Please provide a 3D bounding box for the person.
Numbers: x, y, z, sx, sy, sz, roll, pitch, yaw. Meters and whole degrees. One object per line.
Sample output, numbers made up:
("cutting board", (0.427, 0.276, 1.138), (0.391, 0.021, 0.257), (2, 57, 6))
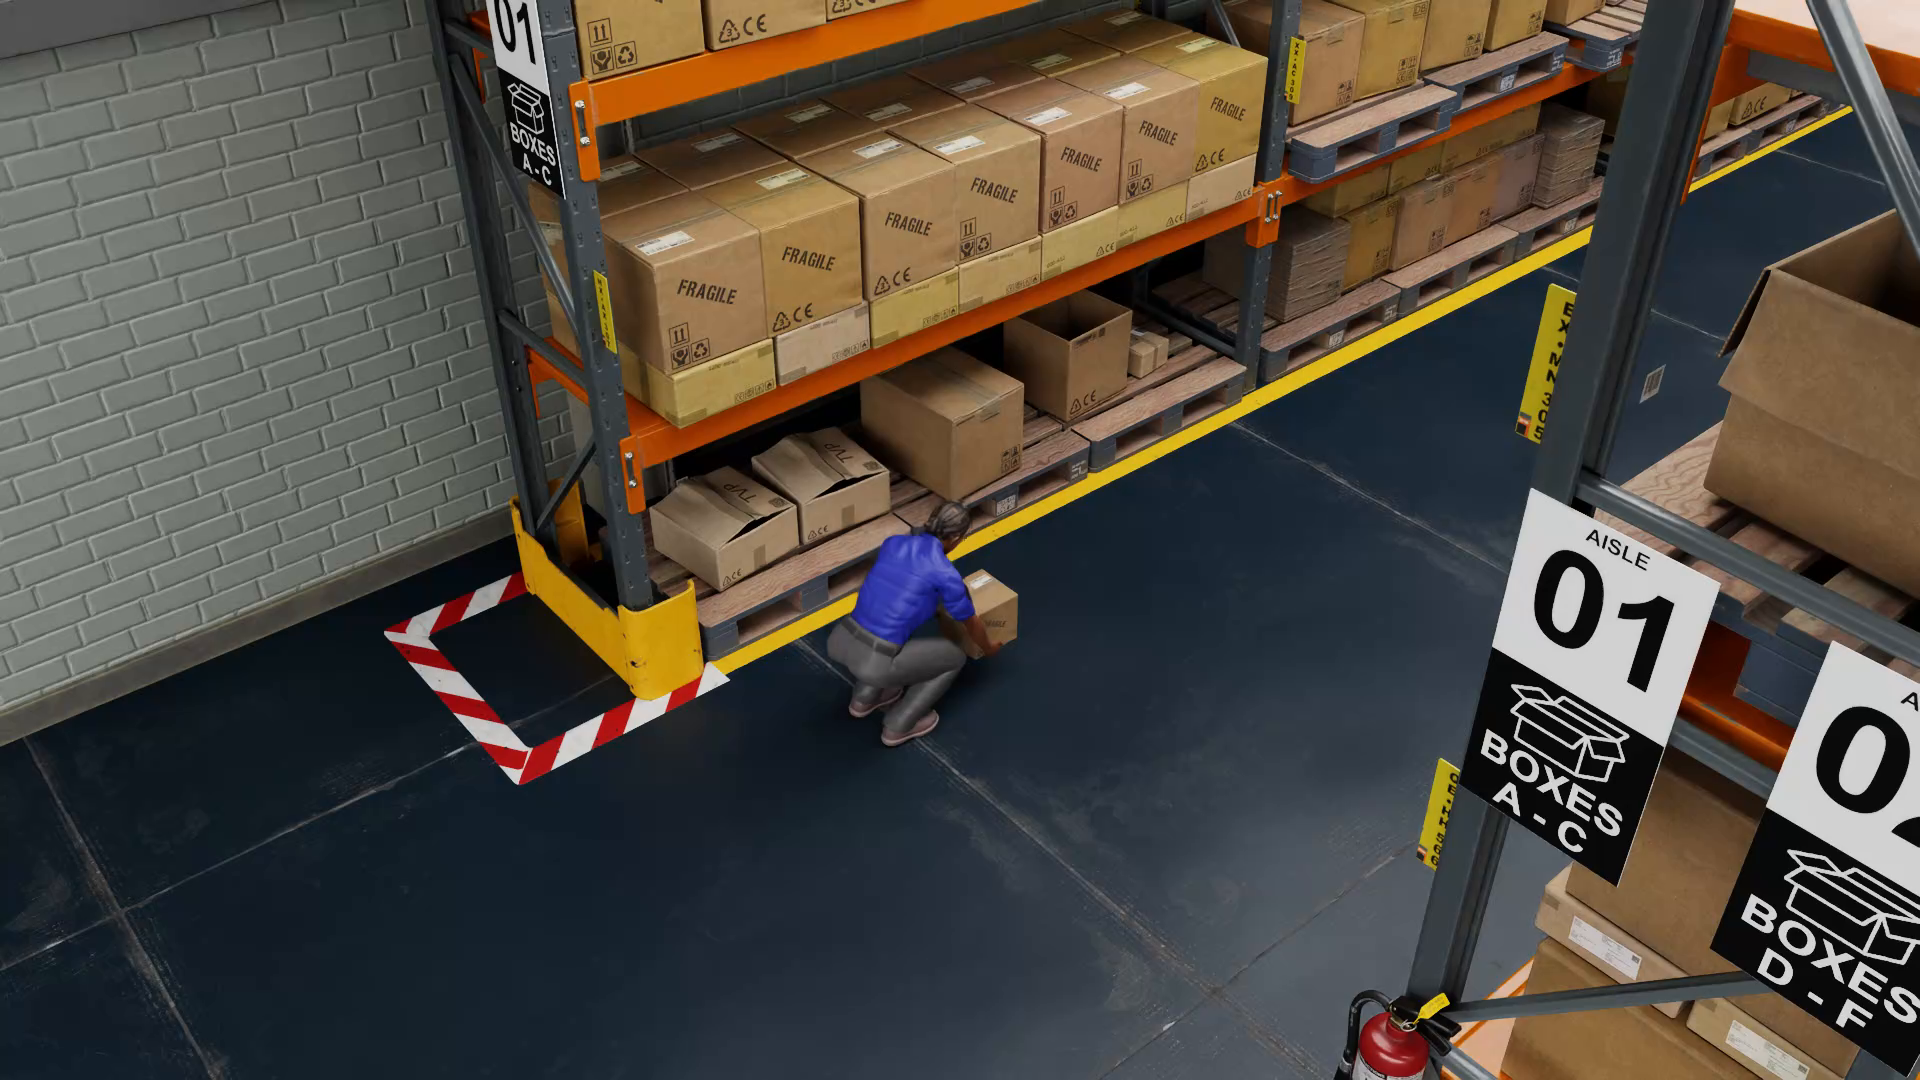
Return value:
("person", (-0.210, 0.351, 7.210), (0.821, 0.946, 0.484), (-27, 44, -31))
